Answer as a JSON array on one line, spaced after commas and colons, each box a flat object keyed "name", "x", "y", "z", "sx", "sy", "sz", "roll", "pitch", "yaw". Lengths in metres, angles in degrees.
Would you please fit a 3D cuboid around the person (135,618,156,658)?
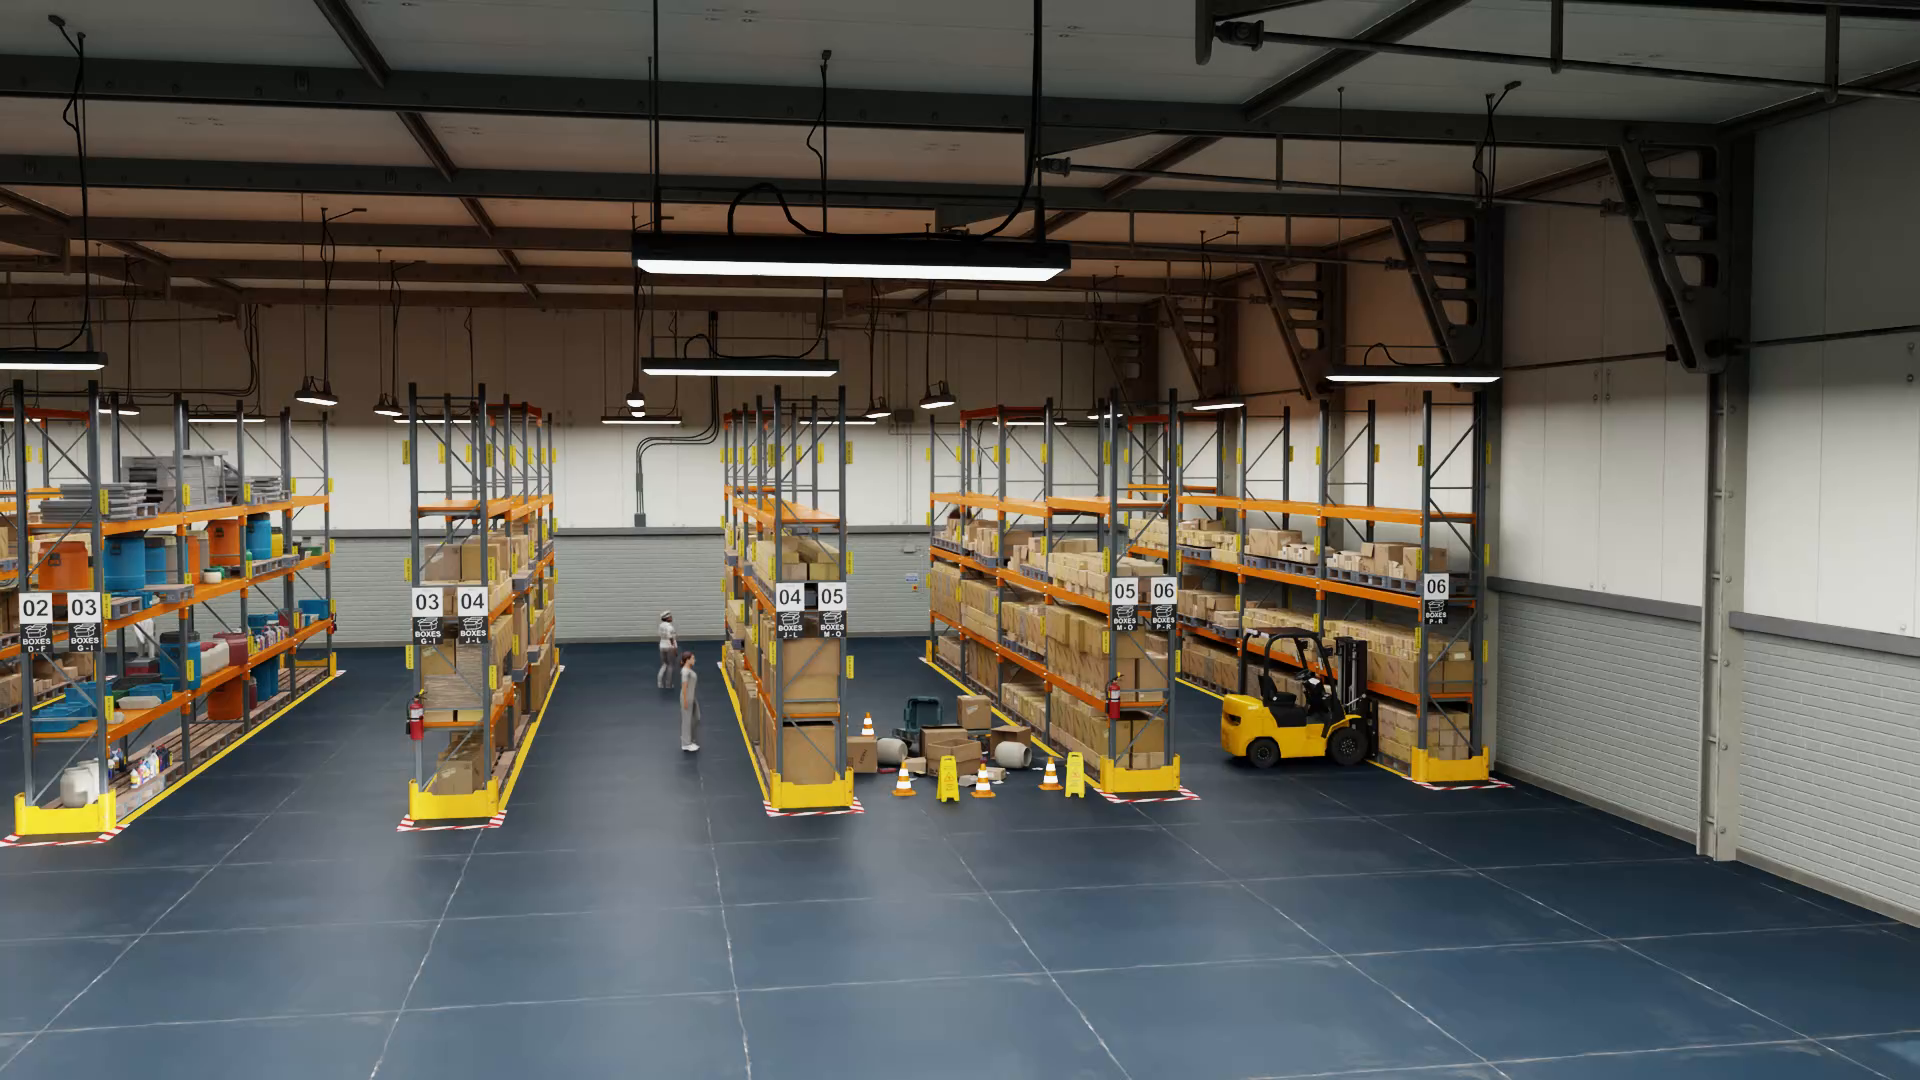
[{"name": "person", "x": -18.774, "y": 2.238, "z": 38.301, "sx": 0.446, "sy": 1.641, "sz": 0.959, "roll": -2, "pitch": 4, "yaw": -34}]

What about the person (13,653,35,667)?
[{"name": "person", "x": -21.248, "y": 2.237, "z": 37.653, "sx": 0.445, "sy": 1.672, "sz": 0.482, "roll": -1, "pitch": 3, "yaw": -10}]

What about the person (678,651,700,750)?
[{"name": "person", "x": -4.622, "y": 2.751, "z": 28.351, "sx": 0.357, "sy": 1.713, "sz": 0.518, "roll": 0, "pitch": 3, "yaw": 2}]

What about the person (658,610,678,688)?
[{"name": "person", "x": -6.249, "y": 2.338, "z": 35.630, "sx": 0.456, "sy": 1.689, "sz": 0.437, "roll": 1, "pitch": 3, "yaw": 25}]
